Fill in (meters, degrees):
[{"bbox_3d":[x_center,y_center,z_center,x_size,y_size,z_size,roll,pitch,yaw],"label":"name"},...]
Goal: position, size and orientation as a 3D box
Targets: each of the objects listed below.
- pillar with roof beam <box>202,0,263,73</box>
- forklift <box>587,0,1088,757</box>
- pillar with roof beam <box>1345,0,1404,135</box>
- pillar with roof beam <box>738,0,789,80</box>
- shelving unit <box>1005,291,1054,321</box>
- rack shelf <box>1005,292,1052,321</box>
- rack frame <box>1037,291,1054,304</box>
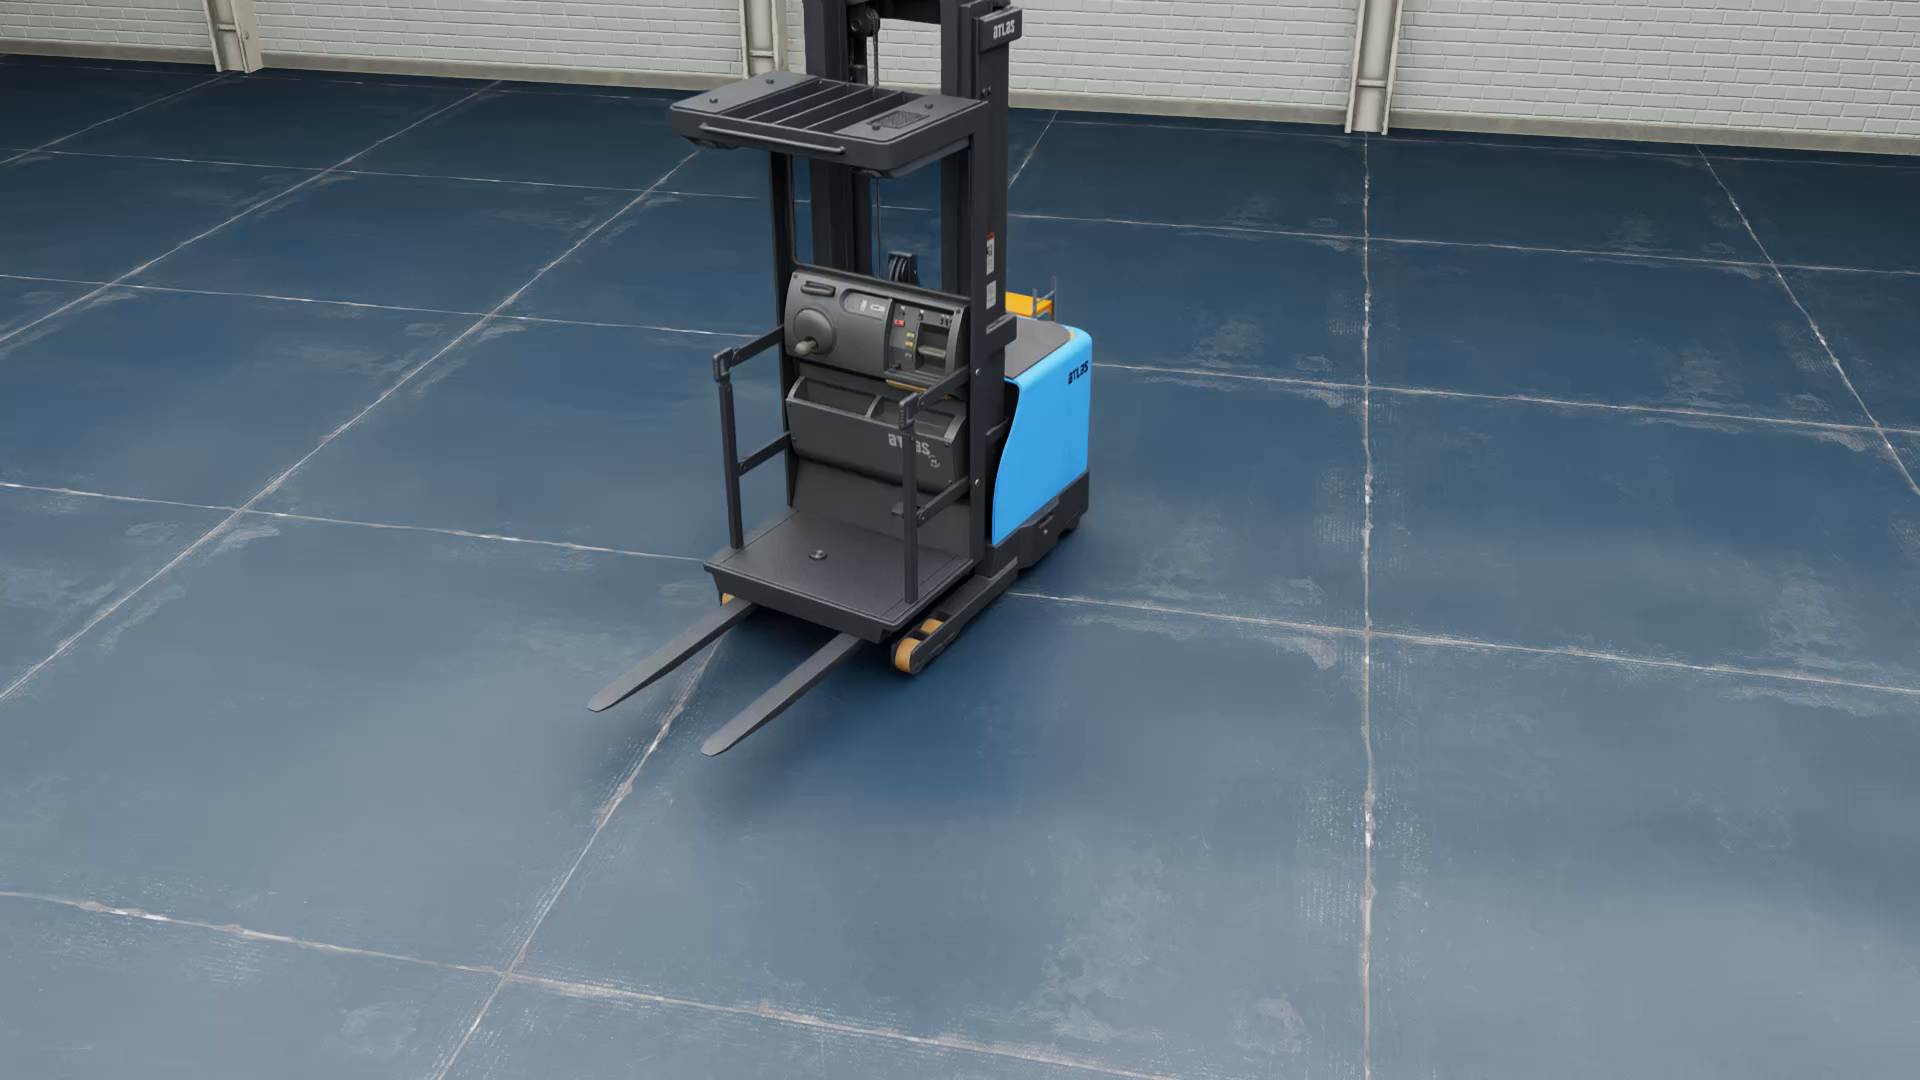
[{"bbox_3d":[-8.743,-7.065,12.283,0.400,9.000,9.100,6,29,11],"label":"pillar with roof beam"},{"bbox_3d":[-0.509,-0.925,7.388,1.121,2.935,3.031,16,33,27],"label":"forklift"},{"bbox_3d":[2.992,-5.861,10.085,0.400,9.000,9.100,6,29,11],"label":"pillar with roof beam"},{"bbox_3d":[-2.875,-6.463,11.184,0.400,9.000,9.100,6,29,11],"label":"pillar with roof beam"},{"bbox_3d":[0.233,-0.882,9.111,0.499,1.200,0.258,16,32,27],"label":"shelving unit"},{"bbox_3d":[0.235,-1.226,8.921,0.480,0.148,0.258,16,32,27],"label":"rack shelf"},{"bbox_3d":[0.445,-0.822,9.001,0.006,1.046,0.228,16,32,27],"label":"rack frame"}]
